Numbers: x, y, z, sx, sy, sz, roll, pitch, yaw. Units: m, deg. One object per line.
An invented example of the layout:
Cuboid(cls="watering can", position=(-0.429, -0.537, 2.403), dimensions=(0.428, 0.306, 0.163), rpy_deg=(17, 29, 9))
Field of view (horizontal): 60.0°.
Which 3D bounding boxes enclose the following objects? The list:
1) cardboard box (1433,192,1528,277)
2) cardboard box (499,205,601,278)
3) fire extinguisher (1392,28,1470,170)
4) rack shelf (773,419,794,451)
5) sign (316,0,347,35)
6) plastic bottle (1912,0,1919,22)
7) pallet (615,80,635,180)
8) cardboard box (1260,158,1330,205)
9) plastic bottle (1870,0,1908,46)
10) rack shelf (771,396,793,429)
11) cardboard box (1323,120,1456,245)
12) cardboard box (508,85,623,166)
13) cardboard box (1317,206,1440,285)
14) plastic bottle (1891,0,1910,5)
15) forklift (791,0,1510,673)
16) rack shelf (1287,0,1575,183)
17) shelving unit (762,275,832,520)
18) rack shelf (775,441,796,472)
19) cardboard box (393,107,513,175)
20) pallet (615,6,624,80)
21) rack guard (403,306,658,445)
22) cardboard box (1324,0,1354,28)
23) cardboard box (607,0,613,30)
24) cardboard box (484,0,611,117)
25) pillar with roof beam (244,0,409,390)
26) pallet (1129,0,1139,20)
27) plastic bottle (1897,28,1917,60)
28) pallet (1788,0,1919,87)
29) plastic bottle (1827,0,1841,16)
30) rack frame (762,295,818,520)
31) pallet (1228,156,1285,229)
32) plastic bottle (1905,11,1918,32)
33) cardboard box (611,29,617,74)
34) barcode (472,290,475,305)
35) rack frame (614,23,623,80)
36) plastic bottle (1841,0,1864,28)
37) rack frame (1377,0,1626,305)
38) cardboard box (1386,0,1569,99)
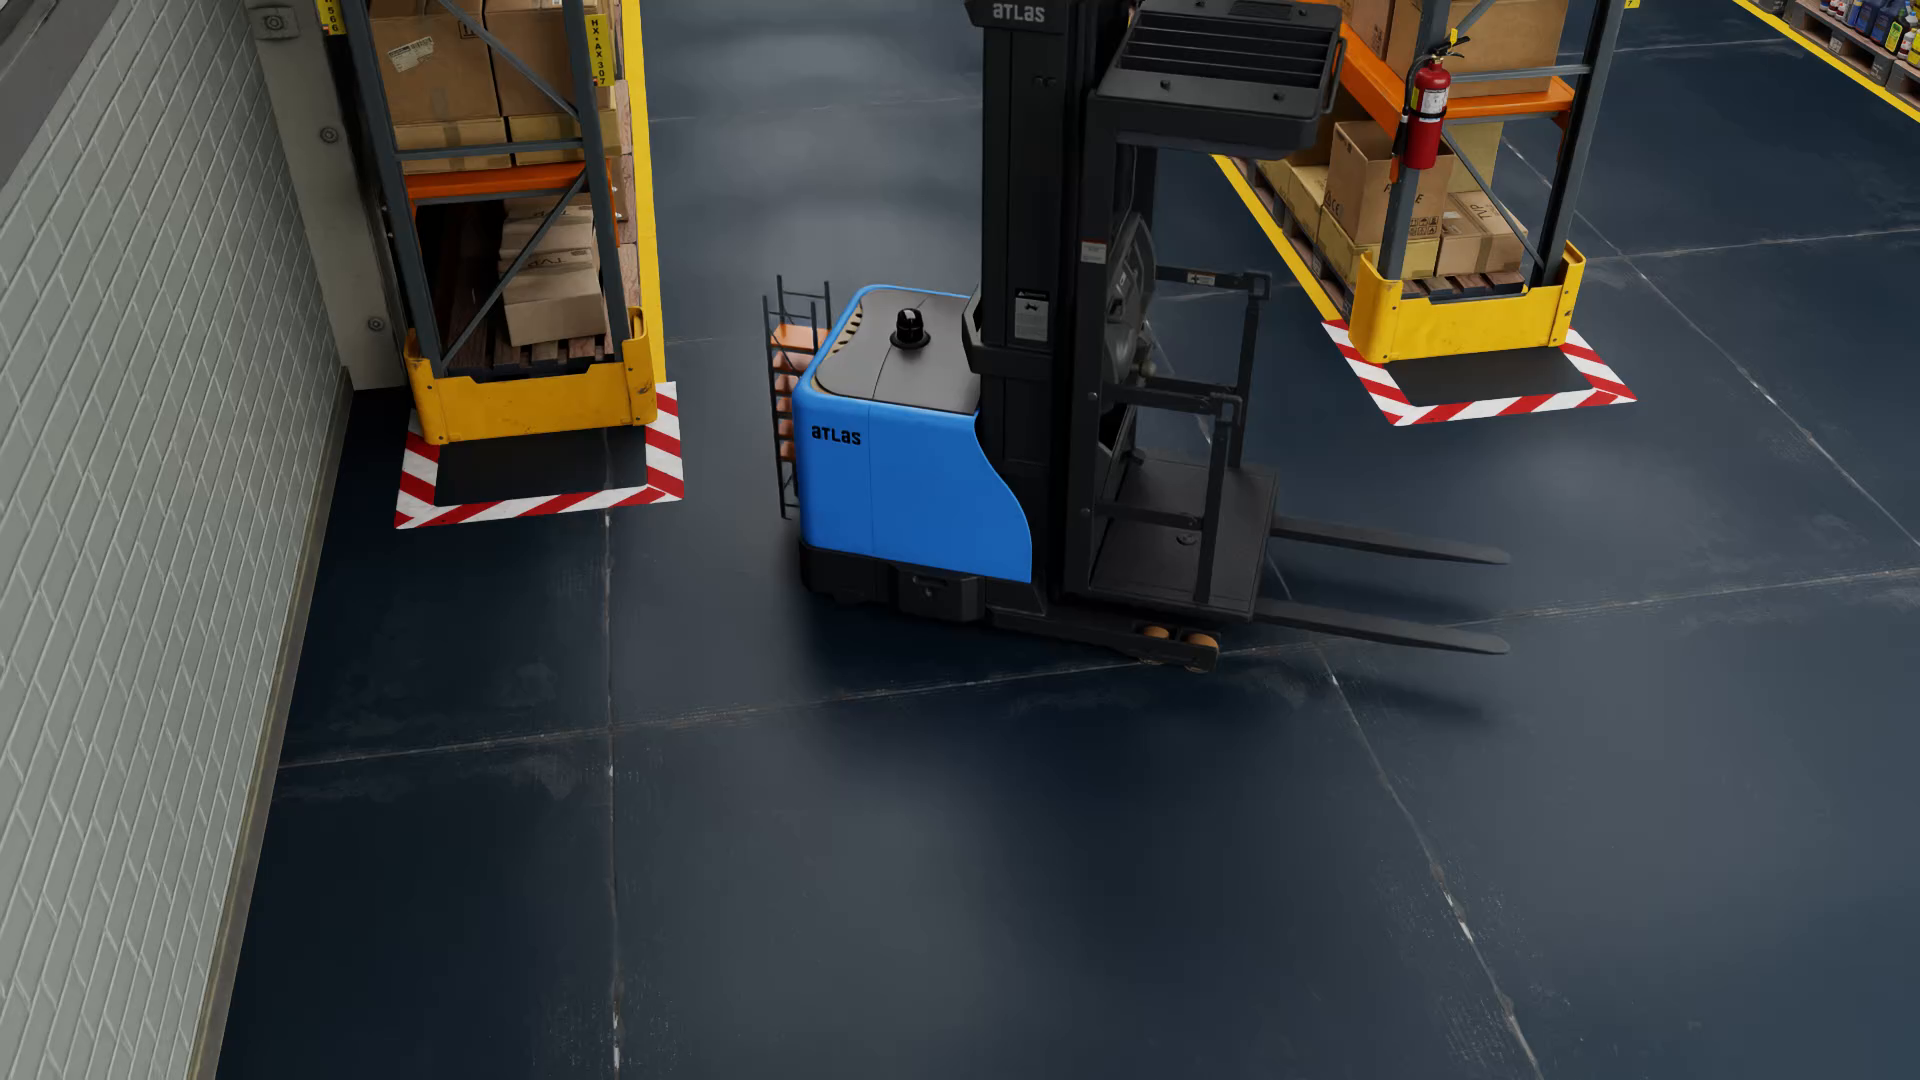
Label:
Cuboid(cls="cardboard box", position=(2.861, -1.740, 9.443), dimensions=(0.500, 0.250, 0.500), rpy_deg=(-6, 38, -8))
Cuboid(cls="cardboard box", position=(-2.273, -1.661, 9.276), dimensions=(0.500, 0.311, 0.500), rpy_deg=(-3, 38, -4))
Cuboid(cls="fire extinguisher", position=(2.299, -2.160, 8.149), dimensions=(0.296, 0.674, 0.183), rpy_deg=(-6, 38, -8))
Cuboid(cls="rack shelf", position=(-0.707, -0.485, 7.663), dimensions=(0.258, 0.103, 0.180), rpy_deg=(9, 39, 12))
Cuboid(cls="sign", position=(-2.690, -2.311, 7.079), dimensions=(0.100, 0.325, 0.005), rpy_deg=(-6, 38, -8))
Cuboid(cls="plastic bottle", position=(7.167, -4.013, 12.271), dimensions=(0.144, 0.351, 0.185), rpy_deg=(-6, 38, -8))
Cuboid(cls="pallet", position=(-2.689, -2.690, 11.040), dimensions=(1.003, 0.211, 1.213), rpy_deg=(-6, 38, -8))
Cuboid(cls="cardboard box", position=(2.162, -2.287, 10.147), dimensions=(0.500, 0.250, 0.500), rpy_deg=(-6, 38, -8))
Cuboid(cls="plastic bottle", position=(6.678, -3.740, 11.920), dimensions=(0.144, 0.351, 0.185), rpy_deg=(-8, 39, -10))
Cuboid(cls="rack shelf", position=(-0.708, -0.580, 7.589), dimensions=(0.258, 0.103, 0.180), rpy_deg=(9, 39, 12))
Cuboid(cls="cardboard box", position=(2.349, -1.980, 9.141), dimensions=(0.500, 0.500, 0.500), rpy_deg=(-6, 38, -8))
Cuboid(cls="cardboard box", position=(-1.913, -2.055, 8.056), dimensions=(0.500, 0.250, 0.500), rpy_deg=(-7, 38, -9))
Cuboid(cls="cardboard box", position=(2.351, -1.684, 9.372), dimensions=(0.500, 0.250, 0.500), rpy_deg=(-6, 38, -8))
Cuboid(cls="plastic bottle", position=(6.787, -3.870, 12.086), dimensions=(0.144, 0.351, 0.185), rpy_deg=(-6, 38, -8))
Cuboid(cls="forklift", position=(0.867, -0.959, 6.596), dimensions=(3.031, 2.935, 1.130), rpy_deg=(9, 39, 12))
Cuboid(cls="rack shelf", position=(2.385, -3.236, 10.057), dimensions=(1.077, 0.370, 4.000), rpy_deg=(-6, 38, -8))
Cuboid(cls="shelving unit", position=(-0.708, -0.615, 7.562), dimensions=(0.258, 1.200, 0.189), rpy_deg=(9, 39, 12))
Cuboid(cls="rack shelf", position=(-0.707, -0.390, 7.737), dimensions=(0.258, 0.103, 0.180), rpy_deg=(9, 39, 12))
Cuboid(cls="cardboard box", position=(-2.413, -1.987, 7.969), dimensions=(0.500, 0.250, 0.500), rpy_deg=(-6, 38, -7))
Cuboid(cls="pallet", position=(-2.980, -3.562, 12.163), dimensions=(1.003, 0.211, 1.213), rpy_deg=(-6, 38, -8))
Cuboid(cls="rack guard", position=(-2.154, -0.836, 8.418), dimensions=(1.175, 0.500, 0.348), rpy_deg=(-6, 38, -8))
Cuboid(cls="cardboard box", position=(2.488, -3.252, 9.410), dimensions=(0.700, 0.500, 0.500), rpy_deg=(-6, 38, -8))
Cuboid(cls="cardboard box", position=(-2.090, -2.955, 8.603), dimensions=(0.500, 0.500, 0.500), rpy_deg=(-7, 38, -9))
Cuboid(cls="cardboard box", position=(-1.928, -2.342, 7.815), dimensions=(0.500, 0.500, 0.500), rpy_deg=(-6, 38, -8))
Cuboid(cls="pillar with roof beam", position=(1.123, -4.939, 6.772), dimensions=(9.100, 9.000, 0.400), rpy_deg=(-6, 38, -8))
Cuboid(cls="pallet", position=(1.867, -4.068, 12.814), dimensions=(1.003, 0.211, 1.213), rpy_deg=(-6, 38, -8))
Cuboid(cls="plastic bottle", position=(6.704, -3.508, 11.742), dimensions=(0.097, 0.201, 0.097), rpy_deg=(0, 38, 0))
Cuboid(cls="pallet", position=(6.989, -3.747, 12.401), dimensions=(1.003, 0.211, 1.213), rpy_deg=(-6, 38, -8))
Cuboid(cls="plastic bottle", position=(6.554, -4.026, 12.410), dimensions=(0.097, 0.201, 0.097), rpy_deg=(0, 38, 0))
Cuboid(cls="rack frame", position=(-0.732, -0.560, 7.492), dimensions=(0.240, 1.200, 0.006), rpy_deg=(9, 39, 12))
Cuboid(cls="pallet", position=(2.350, -2.404, 10.672), dimensions=(1.003, 0.211, 1.213), rpy_deg=(-6, 38, -8))
Cuboid(cls="plastic bottle", position=(6.741, -3.624, 11.835), dimensions=(0.097, 0.271, 0.097), rpy_deg=(0, 38, 0))
Cuboid(cls="cardboard box", position=(-2.102, -2.675, 8.854), dimensions=(0.500, 0.250, 0.500), rpy_deg=(-7, 38, -9))
Cuboid(cls="barcode", position=(-2.570, -1.288, 8.789), dimensions=(0.001, 0.075, 0.075), rpy_deg=(-6, 38, -8))
Cuboid(cls="rack frame", position=(-2.842, -4.193, 10.702), dimensions=(1.000, 3.000, 0.127), rpy_deg=(-6, 38, -8))
Cuboid(cls="plastic bottle", position=(6.620, -3.925, 12.218), dimensions=(0.152, 0.276, 0.135), rpy_deg=(-5, 38, -6))
Cuboid(cls="rack frame", position=(2.736, -2.312, 8.281), dimensions=(1.000, 3.000, 0.127), rpy_deg=(-6, 38, -8))
Cuboid(cls="cardboard box", position=(2.667, -2.635, 8.615), dimensions=(0.700, 0.500, 0.500), rpy_deg=(-6, 38, -8))
